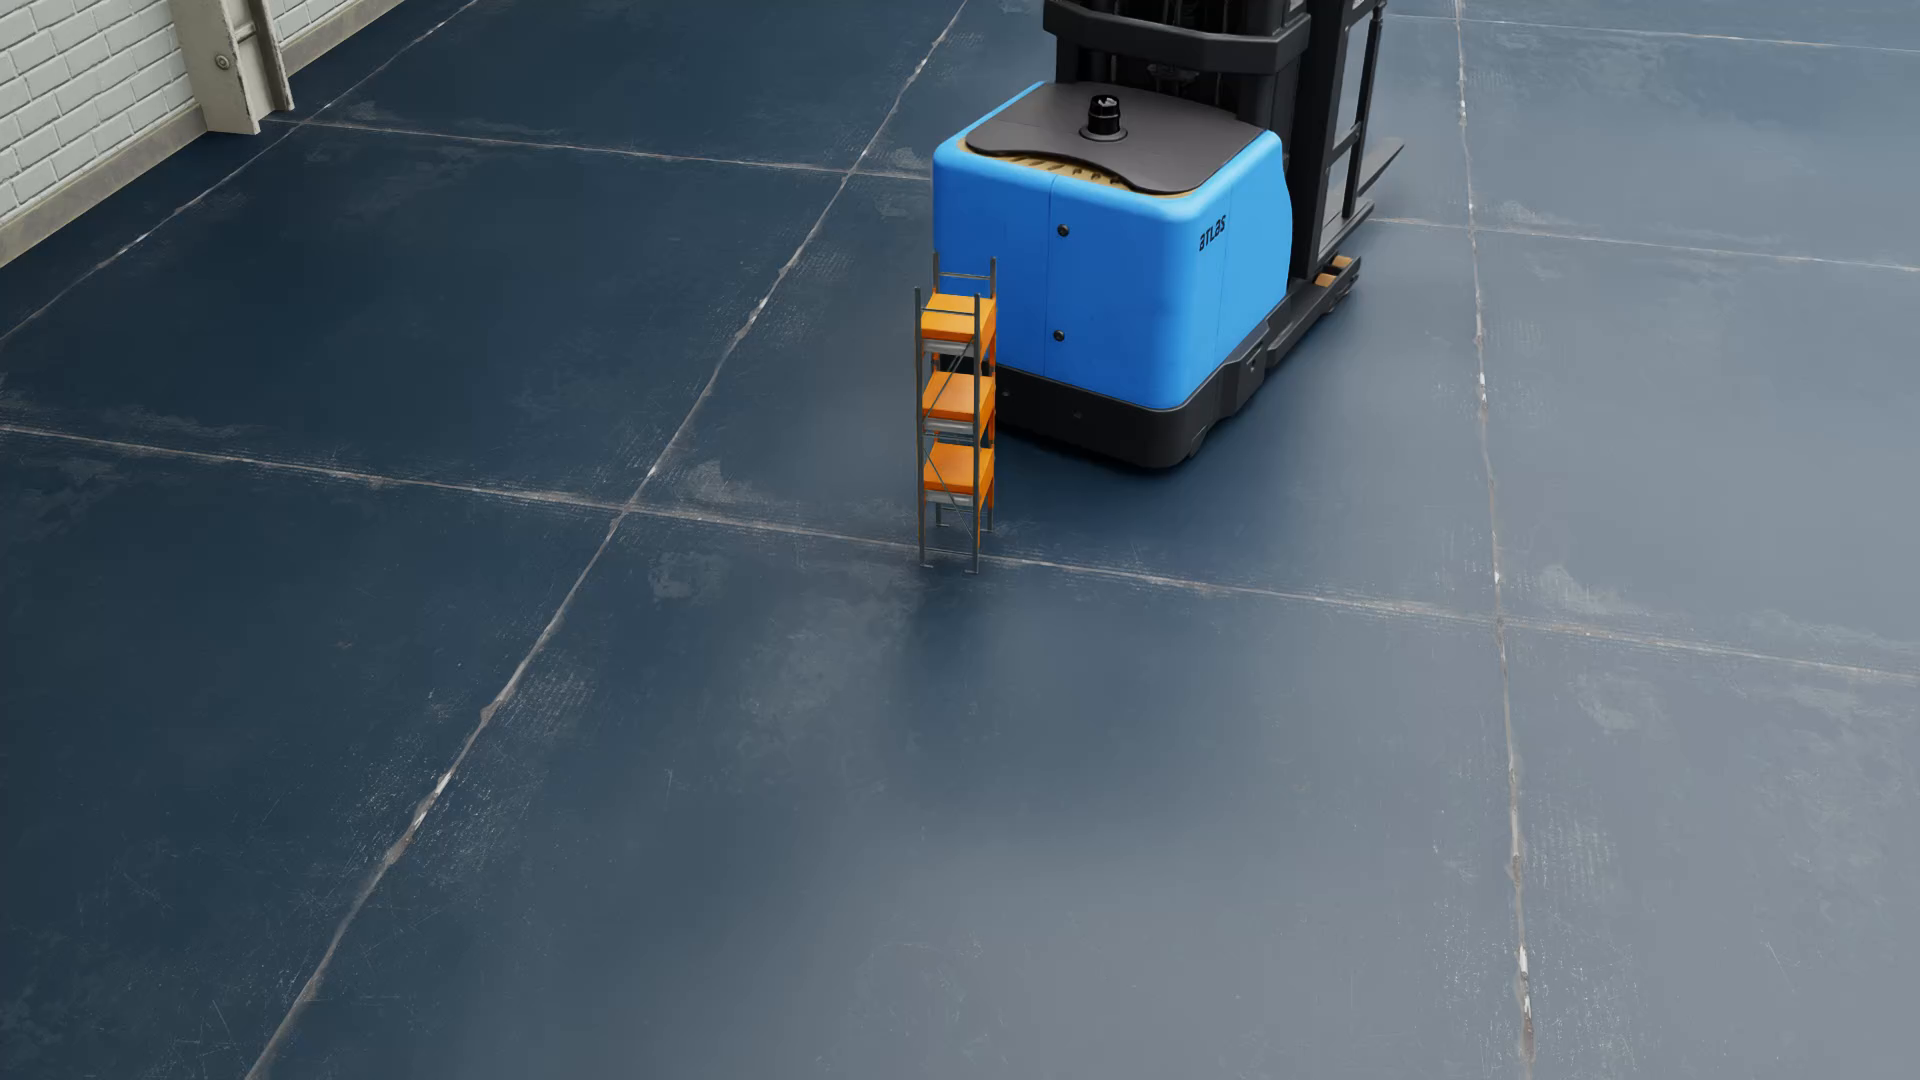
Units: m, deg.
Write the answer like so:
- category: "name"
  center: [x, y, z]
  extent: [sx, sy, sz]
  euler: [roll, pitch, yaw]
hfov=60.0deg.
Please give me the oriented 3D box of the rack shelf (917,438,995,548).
- category: "rack shelf"
  center: [-0.011, -0.161, 5.569]
  extent: [0.215, 0.259, 0.240]
  euler: [7, 37, 10]

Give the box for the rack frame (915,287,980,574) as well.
- category: "rack frame"
  center: [-0.038, -0.324, 5.303]
  extent: [0.200, 1.050, 0.008]
  euler: [7, 37, 10]

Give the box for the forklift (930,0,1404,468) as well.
- category: "forklift"
  center: [1.079, -2.282, 6.401]
  extent: [1.130, 2.935, 3.031]
  euler: [19, 40, 25]

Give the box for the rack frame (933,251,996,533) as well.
- category: "rack frame"
  center: [0.015, -0.464, 5.496]
  extent: [0.200, 1.050, 0.008]
  euler: [7, 37, 10]

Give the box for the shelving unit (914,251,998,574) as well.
- category: "shelving unit"
  center: [-0.011, -0.394, 5.400]
  extent: [0.215, 1.050, 0.252]
  euler: [7, 37, 10]

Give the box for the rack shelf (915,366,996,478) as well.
- category: "rack shelf"
  center: [-0.011, -0.386, 5.406]
  extent: [0.215, 0.259, 0.240]
  euler: [7, 37, 10]

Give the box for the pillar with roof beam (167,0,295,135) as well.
- category: "pillar with roof beam"
  center: [0.425, -5.347, 5.460]
  extent: [9.100, 9.000, 0.400]
  euler: [7, 37, 10]

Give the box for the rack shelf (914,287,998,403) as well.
- category: "rack shelf"
  center: [-0.011, -0.616, 5.239]
  extent: [0.215, 0.259, 0.240]
  euler: [7, 37, 10]
